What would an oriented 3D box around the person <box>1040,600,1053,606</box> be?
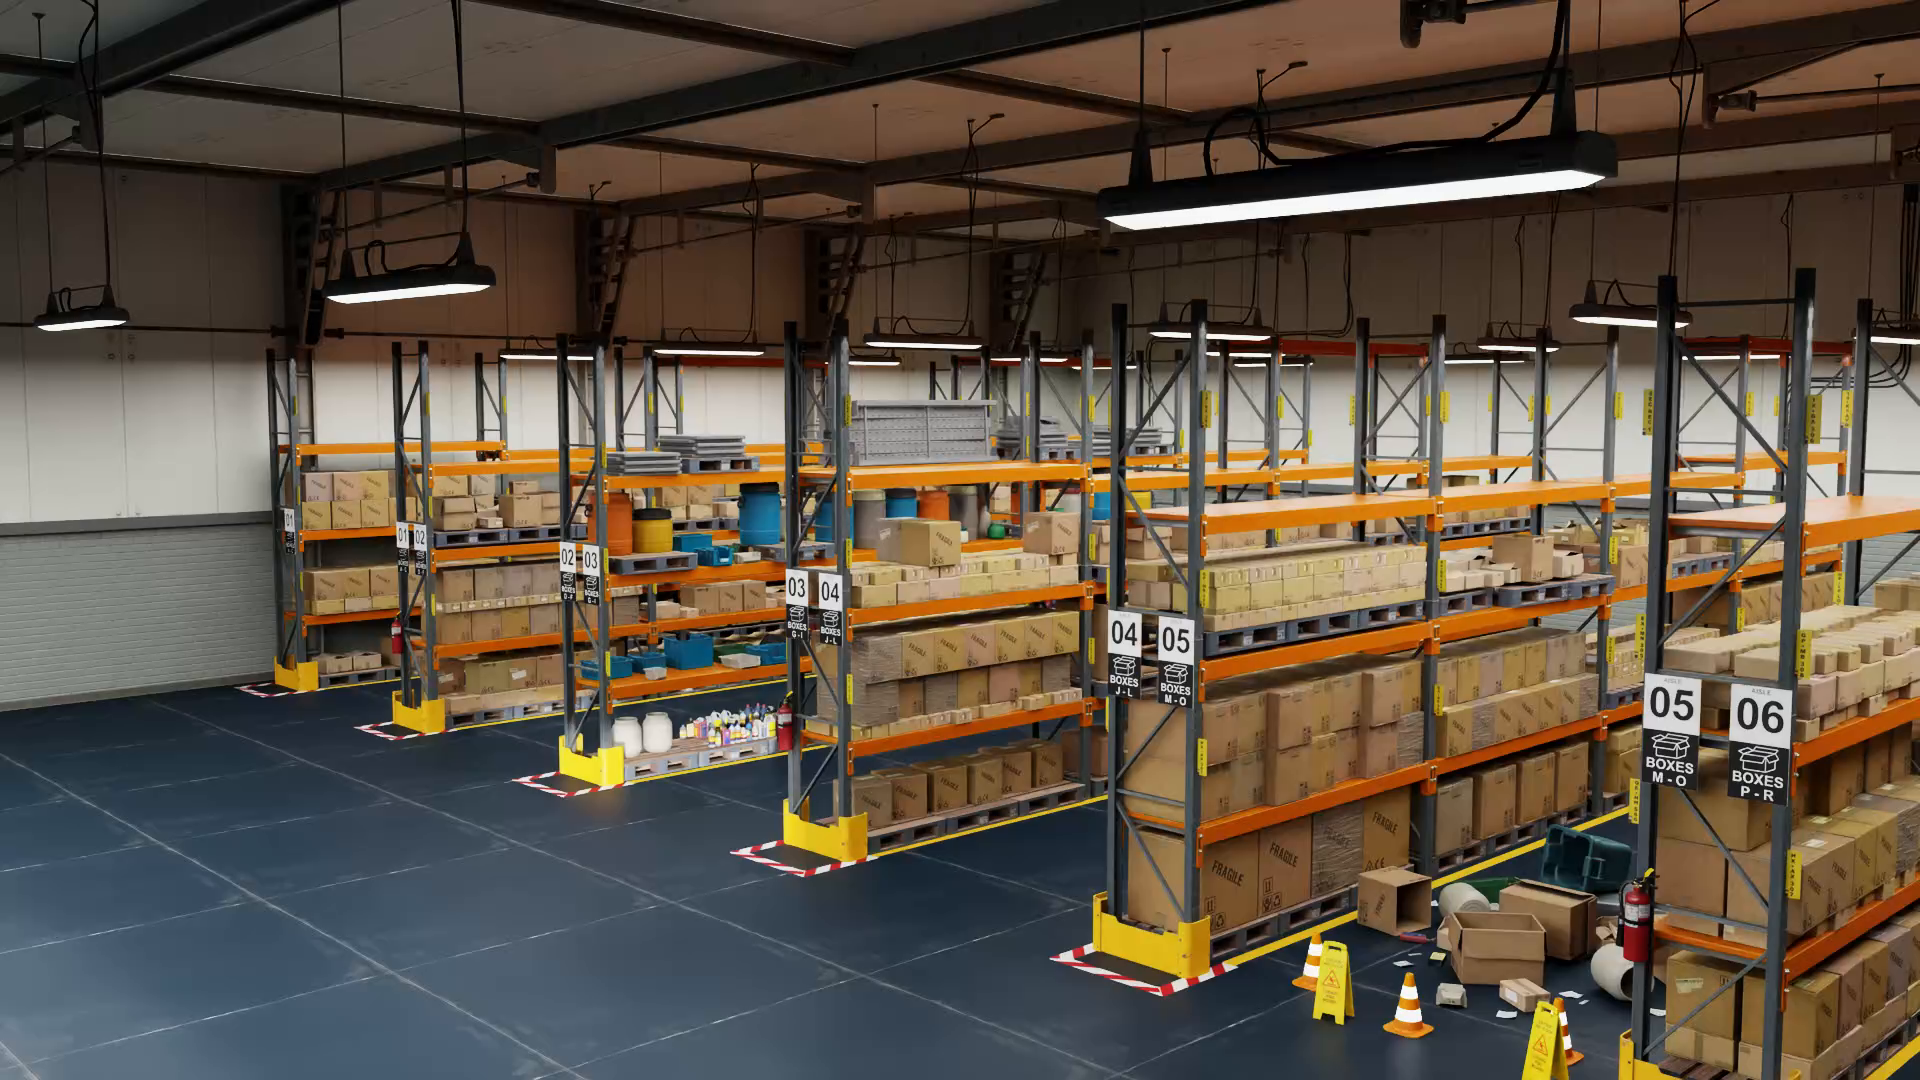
[{"bbox_3d":[1.773,1.533,32.150,0.578,1.754,0.518,-3,6,-29],"label":"person"}]
